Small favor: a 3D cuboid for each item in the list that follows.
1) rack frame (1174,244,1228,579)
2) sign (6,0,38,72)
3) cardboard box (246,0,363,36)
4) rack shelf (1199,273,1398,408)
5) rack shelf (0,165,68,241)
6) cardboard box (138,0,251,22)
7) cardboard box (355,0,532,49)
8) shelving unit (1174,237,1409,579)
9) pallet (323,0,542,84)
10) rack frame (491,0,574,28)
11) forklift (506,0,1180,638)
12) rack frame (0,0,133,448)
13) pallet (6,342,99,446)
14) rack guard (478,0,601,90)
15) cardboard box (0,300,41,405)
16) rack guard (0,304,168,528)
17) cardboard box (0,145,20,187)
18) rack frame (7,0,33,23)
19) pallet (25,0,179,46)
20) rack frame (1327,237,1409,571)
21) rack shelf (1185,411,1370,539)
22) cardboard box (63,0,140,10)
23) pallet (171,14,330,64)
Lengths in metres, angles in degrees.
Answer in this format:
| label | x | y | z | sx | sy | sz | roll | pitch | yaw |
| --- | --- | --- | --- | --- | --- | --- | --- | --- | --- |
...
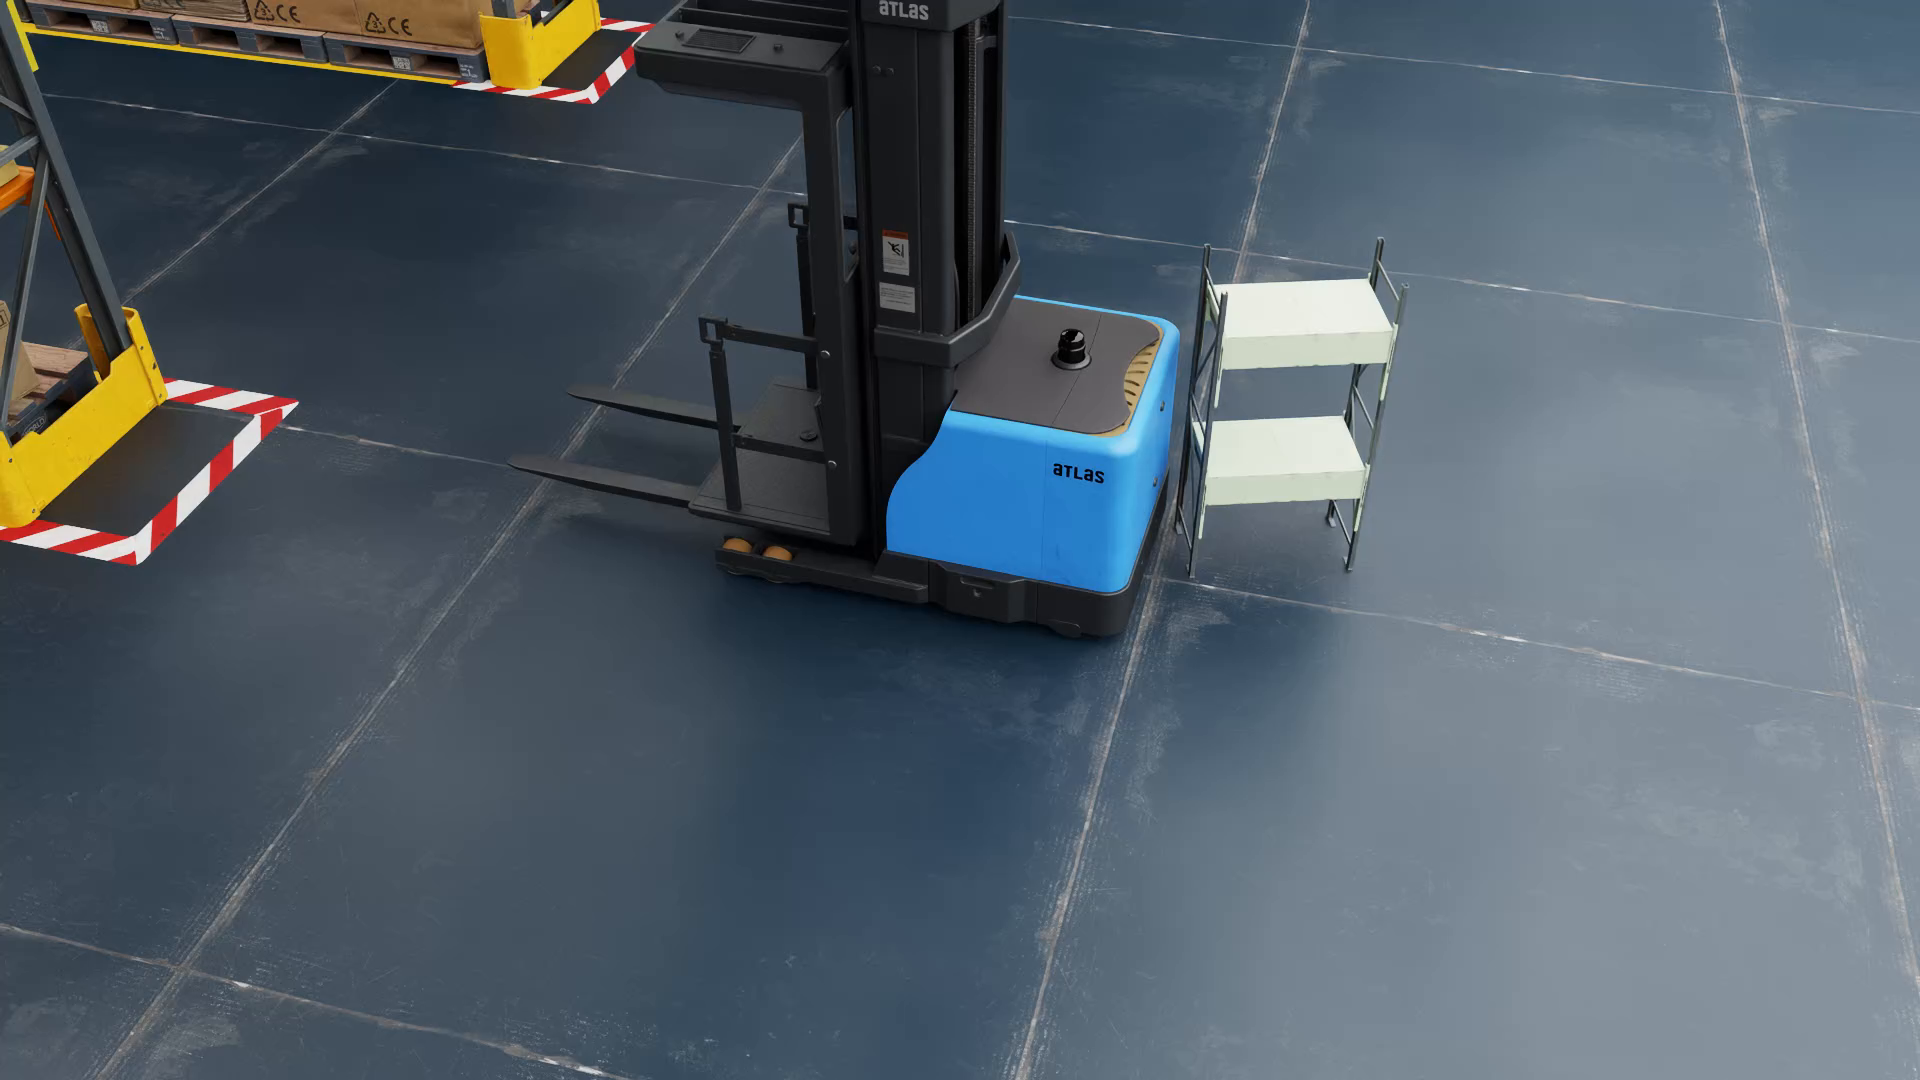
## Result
| label | x | y | z | sx | sy | sz | roll | pitch | yaw |
| --- | --- | --- | --- | --- | --- | --- | --- | --- | --- |
| rack frame | 1.041 | -0.528 | 7.237 | 0.023 | 1.500 | 0.400 | -3 | 40 | -3 |
| sign | -4.216 | -2.243 | 7.440 | 0.005 | 0.325 | 0.100 | 10 | 41 | 11 |
| cardboard box | -4.499 | -4.203 | 11.772 | 0.875 | 0.875 | 0.875 | 9 | 41 | 11 |
| rack shelf | 1.406 | -0.844 | 7.006 | 0.720 | 0.370 | 0.431 | -3 | 40 | -3 |
| rack shelf | -6.288 | -1.631 | 7.944 | 4.000 | 0.370 | 1.077 | 10 | 41 | 11 |
| cardboard box | -5.379 | -4.356 | 11.954 | 0.875 | 0.875 | 0.875 | 10 | 41 | 12 |
| cardboard box | -3.649 | -4.058 | 11.599 | 0.875 | 0.875 | 0.875 | 10 | 41 | 12 |
| shelving unit | 1.406 | -0.545 | 7.257 | 0.755 | 1.500 | 0.431 | -3 | 40 | -3 |
| pallet | -3.769 | -3.655 | 11.963 | 1.213 | 0.211 | 1.003 | 10 | 41 | 11 |
| rack frame | -2.976 | -4.639 | 10.966 | 0.127 | 3.000 | 1.000 | 10 | 41 | 11 |
| forklift | -0.603 | -1.240 | 6.972 | 3.031 | 2.935 | 1.130 | 11 | 41 | 13 |
| rack frame | -4.356 | -1.574 | 7.317 | 0.127 | 3.000 | 1.000 | 10 | 41 | 11 |
| pallet | -5.205 | -0.676 | 8.415 | 1.213 | 0.211 | 1.003 | 10 | 41 | 11 |
| rack guard | -2.953 | -3.678 | 11.765 | 0.348 | 0.500 | 1.175 | 10 | 41 | 11 |
| cardboard box | -4.955 | -0.892 | 8.121 | 0.500 | 0.500 | 0.500 | 17 | 43 | 19 |
| rack guard | -4.429 | -0.630 | 8.136 | 0.348 | 0.500 | 1.175 | 10 | 41 | 11 |
| cardboard box | -4.570 | -1.674 | 7.630 | 0.250 | 0.149 | 0.380 | 10 | 41 | 11 |
| rack frame | -6.840 | -5.304 | 11.757 | 0.127 | 3.000 | 1.000 | 10 | 41 | 11 |
| pallet | -6.126 | -4.061 | 12.446 | 1.213 | 0.211 | 1.003 | 10 | 41 | 11 |
| rack frame | 1.771 | -0.563 | 7.278 | 0.023 | 1.500 | 0.400 | -3 | 40 | -3 |
| rack shelf | 1.406 | -0.295 | 7.467 | 0.720 | 0.370 | 0.431 | -3 | 40 | -3 |
| cardboard box | -6.251 | -4.503 | 12.129 | 0.875 | 0.875 | 0.875 | 10 | 41 | 12 |
| pallet | -4.944 | -3.859 | 12.206 | 1.213 | 0.211 | 1.003 | 10 | 41 | 11 |
